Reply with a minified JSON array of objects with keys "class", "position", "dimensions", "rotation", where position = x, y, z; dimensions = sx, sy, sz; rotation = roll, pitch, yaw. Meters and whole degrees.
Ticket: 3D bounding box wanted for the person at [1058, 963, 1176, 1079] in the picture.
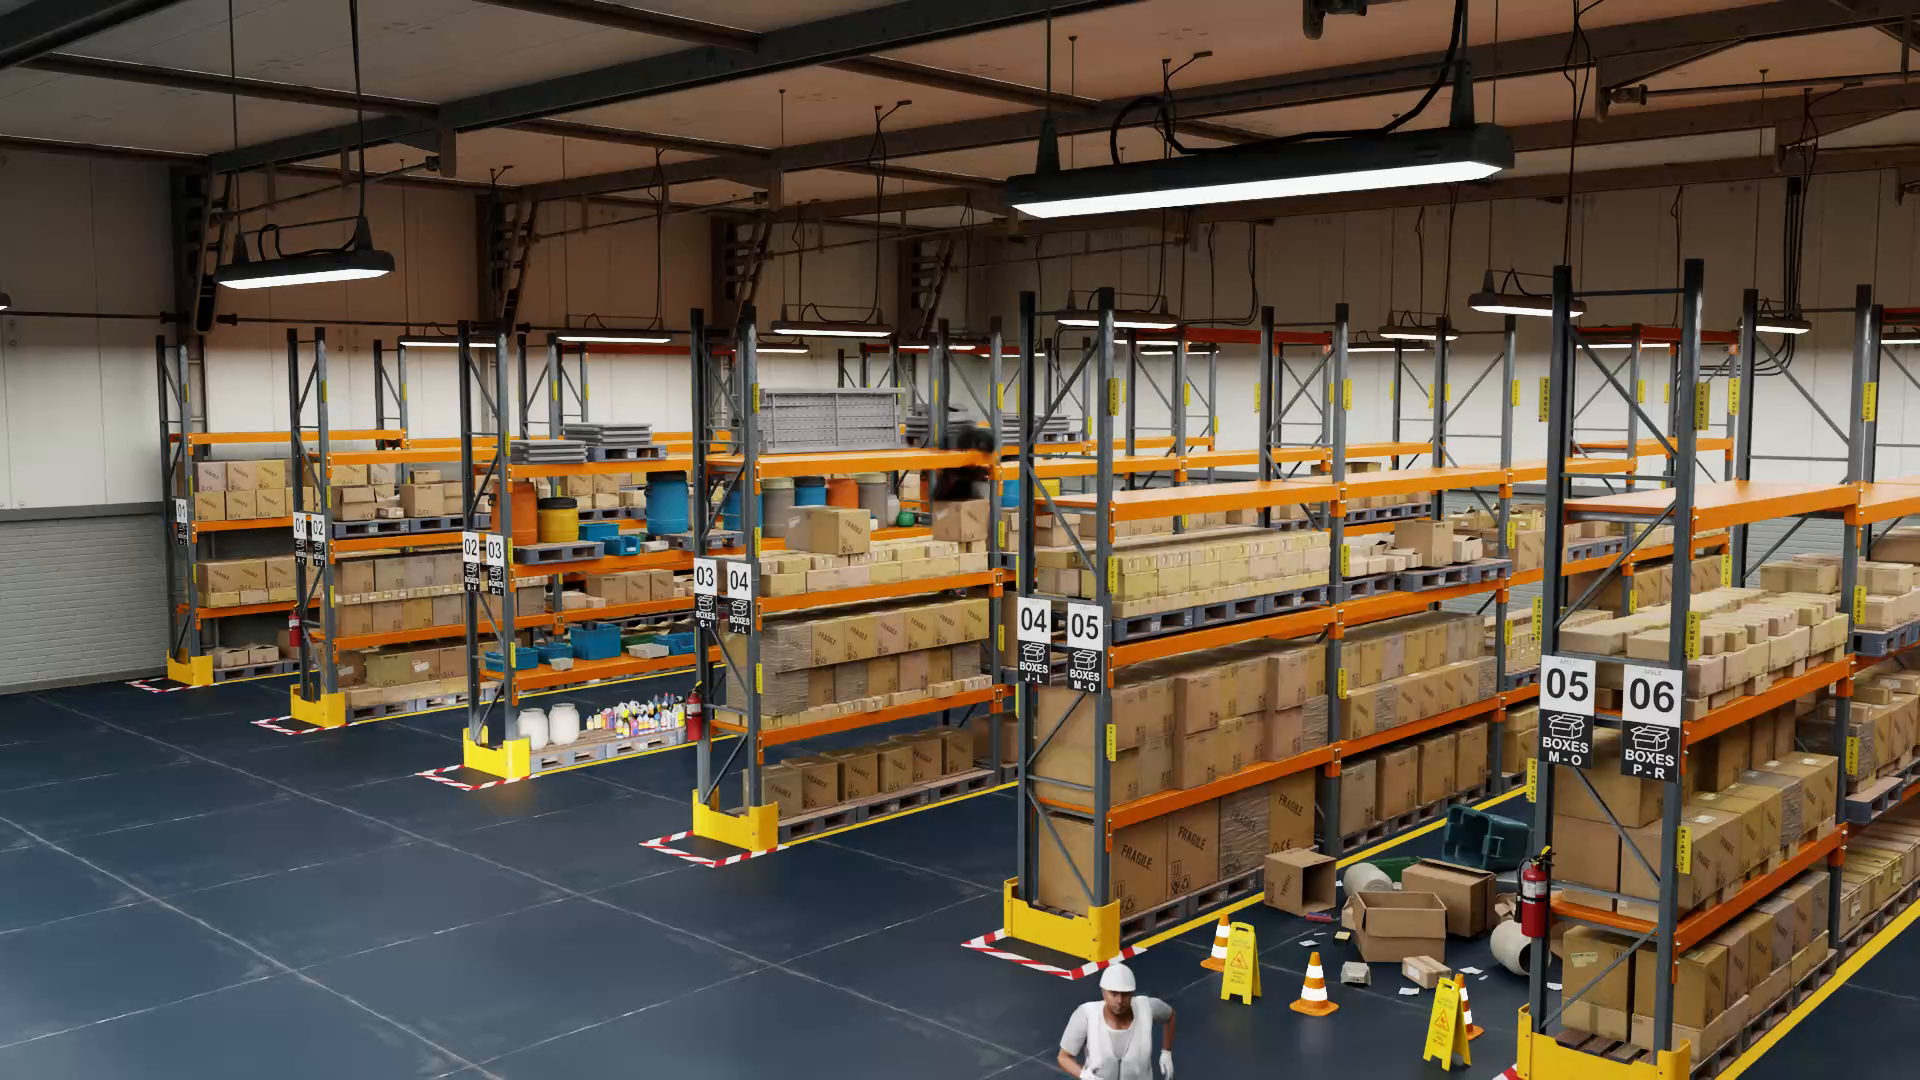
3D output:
[{"class":"person","position":[0.941,3.366,9.969],"dimensions":[0.712,1.813,0.976],"rotation":[0,5,3]}]
